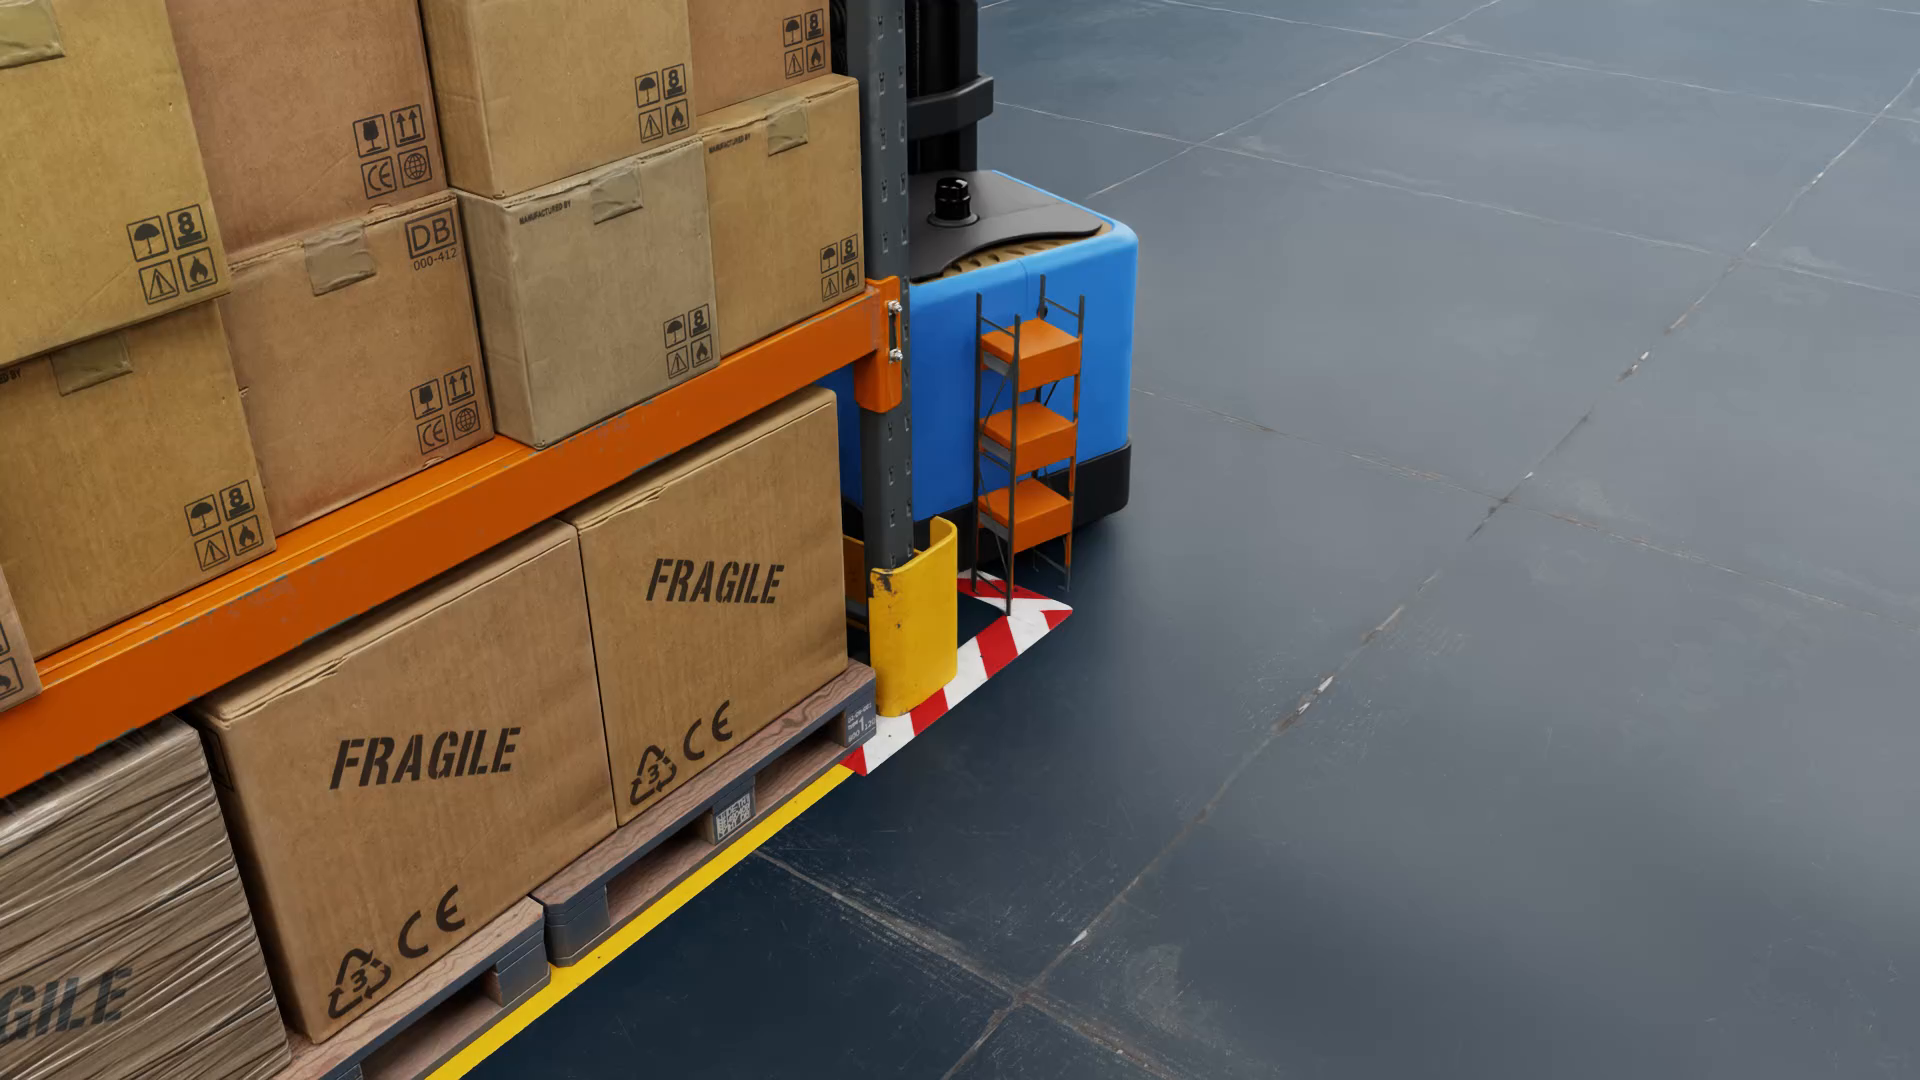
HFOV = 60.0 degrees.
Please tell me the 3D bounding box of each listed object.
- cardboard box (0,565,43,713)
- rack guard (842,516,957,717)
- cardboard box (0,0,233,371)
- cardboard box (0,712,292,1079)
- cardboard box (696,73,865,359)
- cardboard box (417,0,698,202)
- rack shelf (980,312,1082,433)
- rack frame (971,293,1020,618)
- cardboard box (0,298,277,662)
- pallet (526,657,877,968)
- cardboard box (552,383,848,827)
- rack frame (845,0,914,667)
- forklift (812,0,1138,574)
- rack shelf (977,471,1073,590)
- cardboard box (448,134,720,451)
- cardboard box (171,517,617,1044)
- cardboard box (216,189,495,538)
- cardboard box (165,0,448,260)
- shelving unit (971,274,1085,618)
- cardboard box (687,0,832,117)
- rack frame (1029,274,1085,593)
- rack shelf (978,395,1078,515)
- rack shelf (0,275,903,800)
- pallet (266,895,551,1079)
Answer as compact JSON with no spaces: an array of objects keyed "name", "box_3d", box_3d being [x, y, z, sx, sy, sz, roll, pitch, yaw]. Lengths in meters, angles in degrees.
[{"name":"cardboard box","box_3d":[-2.034,-0.003,2.665,0.875,0.550,0.550,21,37,31]},{"name":"rack guard","box_3d":[-0.552,0.069,5.143,1.175,0.500,0.348,21,37,31]},{"name":"cardboard box","box_3d":[-1.742,-0.694,2.772,0.875,0.550,0.500,21,37,31]},{"name":"cardboard box","box_3d":[-2.004,0.761,3.196,0.875,0.875,0.875,21,37,32]},{"name":"cardboard box","box_3d":[-0.754,-0.896,4.173,0.875,0.550,0.550,21,37,31]},{"name":"cardboard box","box_3d":[-1.079,-1.135,3.517,0.875,0.550,0.550,21,37,31]},{"name":"rack shelf","box_3d":[0.206,-0.511,5.041,0.240,0.259,0.215,-21,38,-31]},{"name":"rack frame","box_3d":[0.105,-0.241,5.121,0.008,1.050,0.200,-21,38,-31]},{"name":"cardboard box","box_3d":[-1.794,-0.249,3.081,0.875,0.550,0.500,21,37,31]},{"name":"pallet","box_3d":[-0.986,0.552,4.612,1.003,0.211,1.213,21,37,31]},{"name":"cardboard box","box_3d":[-0.923,0.033,4.425,0.875,0.875,0.875,21,37,32]},{"name":"rack frame","box_3d":[-0.566,-0.997,4.490,1.000,3.000,0.127,21,37,31]},{"name":"forklift","box_3d":[-0.688,-1.793,5.900,1.130,2.935,3.031,-21,36,-31]},{"name":"rack shelf","box_3d":[0.200,-0.033,5.336,0.240,0.259,0.215,-21,38,-31]},{"name":"cardboard box","box_3d":[-1.069,-0.666,3.785,0.875,0.550,0.550,21,37,31]},{"name":"cardboard box","box_3d":[-1.452,0.391,3.820,0.875,0.875,0.875,20,36,31]},{"name":"cardboard box","box_3d":[-1.507,-0.477,3.466,0.875,0.550,0.550,21,37,31]},{"name":"cardboard box","box_3d":[-1.526,-0.949,3.203,0.875,0.550,0.550,21,37,31]},{"name":"shelving unit","box_3d":[0.203,-0.278,5.184,0.252,1.050,0.215,-21,38,-31]},{"name":"cardboard box","box_3d":[-0.821,-1.387,3.942,0.875,0.550,0.550,21,37,31]},{"name":"rack frame","box_3d":[0.301,-0.316,5.247,0.008,1.050,0.200,-21,38,-31]},{"name":"rack shelf","box_3d":[0.203,-0.269,5.190,0.240,0.259,0.215,-21,38,-31]},{"name":"rack shelf","box_3d":[-1.773,0.126,3.301,1.077,0.370,4.000,21,37,31]},{"name":"pallet","box_3d":[-1.723,1.046,3.778,1.003,0.211,1.213,21,37,31]}]
